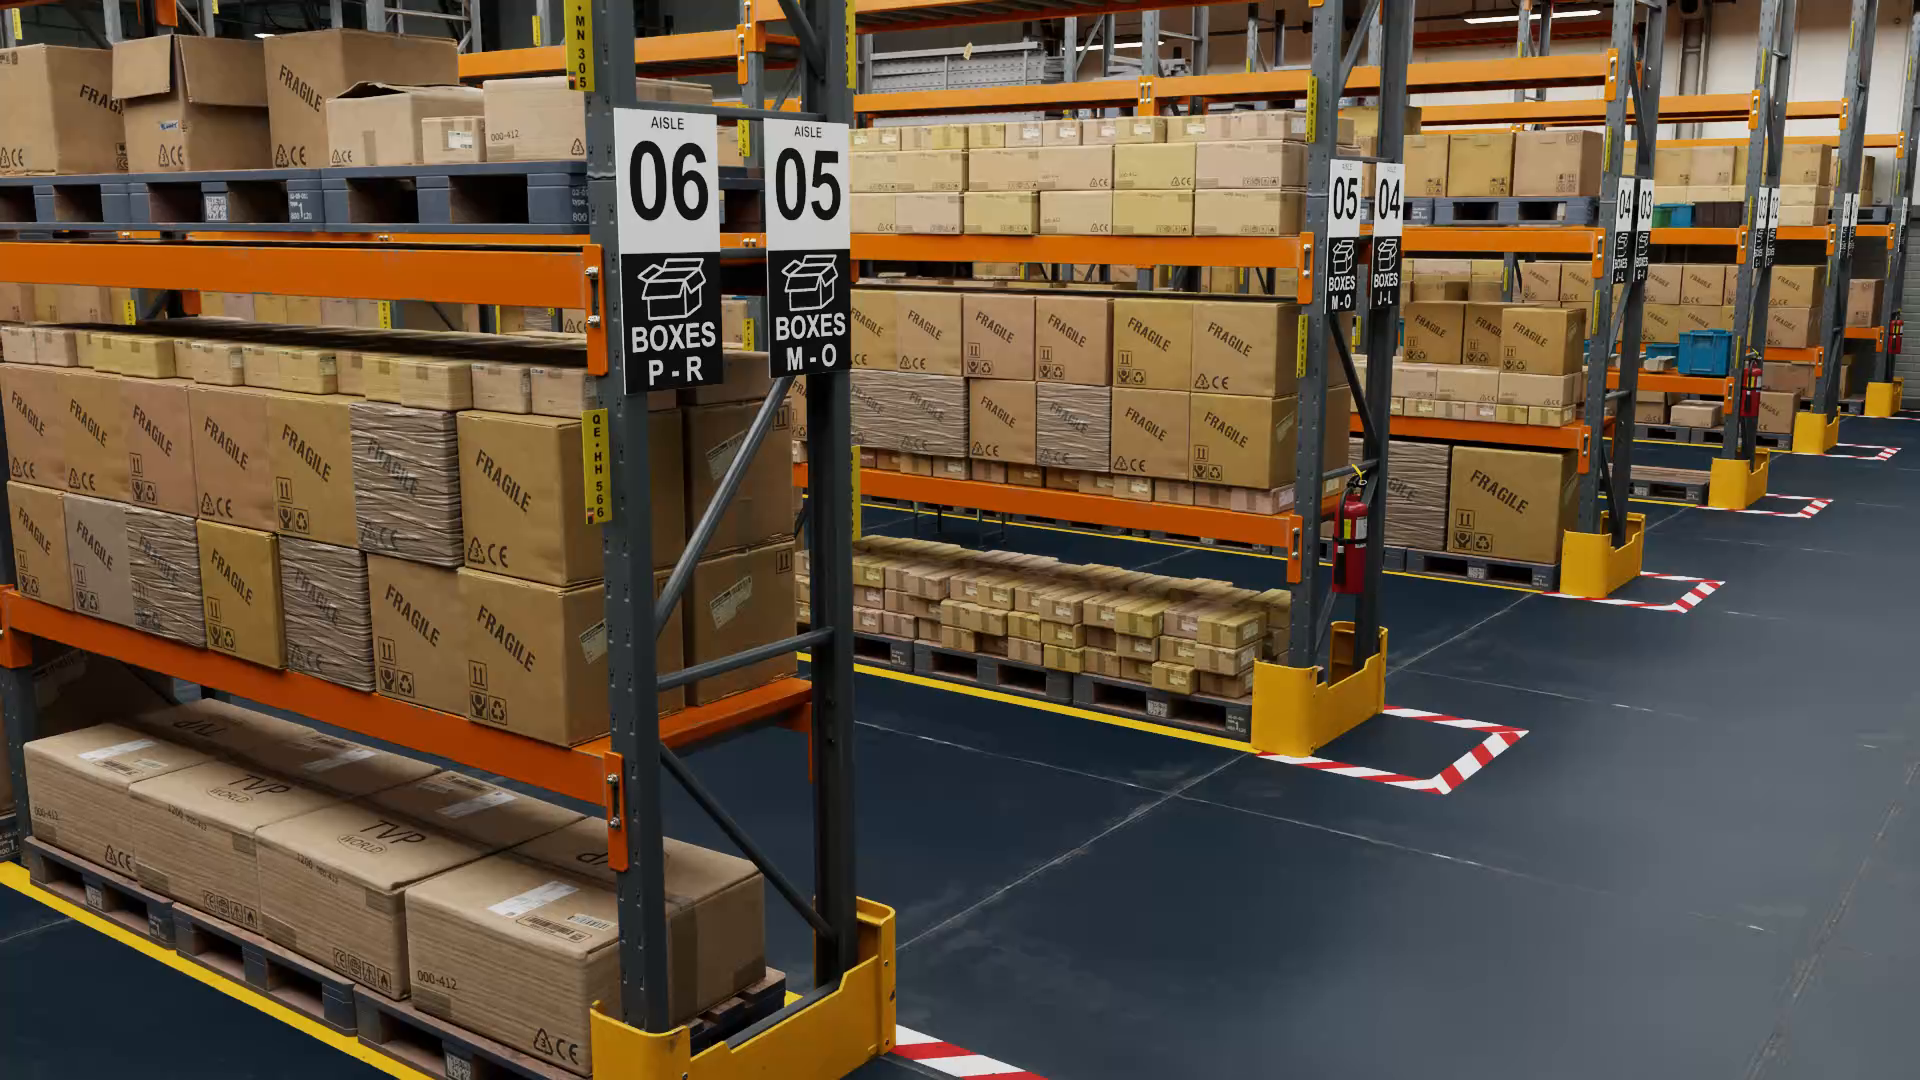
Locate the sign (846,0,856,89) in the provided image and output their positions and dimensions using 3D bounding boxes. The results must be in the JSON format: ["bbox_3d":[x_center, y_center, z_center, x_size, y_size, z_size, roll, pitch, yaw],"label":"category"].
[{"bbox_3d":[-0.372,-1.632,5.383,0.005,0.325,0.100,8,13,36],"label":"sign"}]

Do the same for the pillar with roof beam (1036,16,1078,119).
[{"bbox_3d":[-0.412,-7.538,30.524,0.548,9.000,9.100,8,13,36],"label":"pillar with roof beam"}]

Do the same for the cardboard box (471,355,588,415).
[{"bbox_3d":[-1.332,-0.500,5.336,0.250,0.149,0.380,8,14,37],"label":"cardboard box"}]

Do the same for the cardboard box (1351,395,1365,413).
[{"bbox_3d":[3.446,-1.163,14.024,0.250,0.149,0.380,8,14,37],"label":"cardboard box"}]

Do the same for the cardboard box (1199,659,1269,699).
[{"bbox_3d":[1.595,0.790,9.671,0.250,0.149,0.380,8,14,36],"label":"cardboard box"}]

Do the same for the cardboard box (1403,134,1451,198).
[{"bbox_3d":[3.882,-3.084,13.766,0.500,0.500,0.700,7,13,32],"label":"cardboard box"}]

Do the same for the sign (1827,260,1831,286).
[{"bbox_3d":[10.682,-3.282,20.435,0.005,0.325,0.100,8,13,36],"label":"sign"}]

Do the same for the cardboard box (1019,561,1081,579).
[{"bbox_3d":[0.590,0.255,10.866,0.250,0.149,0.380,8,14,36],"label":"cardboard box"}]

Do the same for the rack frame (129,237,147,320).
[{"bbox_3d":[-7.529,-1.726,16.273,0.127,3.000,1.000,8,13,36],"label":"rack frame"}]

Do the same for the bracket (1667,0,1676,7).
[{"bbox_3d":[11.263,-8.608,26.575,0.430,0.232,0.235,8,13,36],"label":"bracket"}]

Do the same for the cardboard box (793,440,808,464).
[{"bbox_3d":[-1.047,-0.621,11.224,0.250,0.149,0.380,9,14,38],"label":"cardboard box"}]

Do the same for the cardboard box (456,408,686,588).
[{"bbox_3d":[-1.235,-0.165,5.311,0.500,0.500,0.500,9,14,37],"label":"cardboard box"}]

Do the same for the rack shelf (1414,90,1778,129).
[{"bbox_3d":[6.480,-4.503,17.784,4.000,0.370,1.077,8,13,36],"label":"rack shelf"}]

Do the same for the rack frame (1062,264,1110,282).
[{"bbox_3d":[1.644,-2.782,21.734,0.127,3.000,1.000,8,13,36],"label":"rack frame"}]

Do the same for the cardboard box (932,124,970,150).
[{"bbox_3d":[0.041,-2.442,10.105,0.250,0.149,0.380,9,14,38],"label":"cardboard box"}]

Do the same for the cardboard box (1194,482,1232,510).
[{"bbox_3d":[1.534,-0.280,9.463,0.250,0.149,0.380,8,13,35],"label":"cardboard box"}]

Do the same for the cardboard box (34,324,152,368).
[{"bbox_3d":[-3.613,-0.814,6.957,0.250,0.149,0.380,8,14,36],"label":"cardboard box"}]

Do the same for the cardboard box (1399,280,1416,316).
[{"bbox_3d":[6.342,-3.535,24.255,0.500,0.500,0.700,4,12,21],"label":"cardboard box"}]

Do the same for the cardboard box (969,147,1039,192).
[{"bbox_3d":[0.397,-2.208,9.946,0.500,0.250,0.500,7,13,33],"label":"cardboard box"}]

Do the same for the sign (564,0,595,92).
[{"bbox_3d":[-1.038,-1.394,4.540,0.005,0.325,0.100,8,13,36],"label":"sign"}]

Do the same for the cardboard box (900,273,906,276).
[{"bbox_3d":[-0.848,-4.614,29.232,0.250,0.149,0.380,7,13,34],"label":"cardboard box"}]

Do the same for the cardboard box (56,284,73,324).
[{"bbox_3d":[-8.672,-2.502,17.048,0.550,0.550,0.875,8,13,36],"label":"cardboard box"}]

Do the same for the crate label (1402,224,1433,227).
[{"bbox_3d":[5.091,-3.576,18.636,0.466,0.136,0.293,8,13,36],"label":"crate label"}]

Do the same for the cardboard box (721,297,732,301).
[{"bbox_3d":[-3.060,-2.550,19.155,0.637,0.503,0.797,10,15,41],"label":"cardboard box"}]

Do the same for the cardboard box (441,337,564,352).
[{"bbox_3d":[-1.689,-0.662,6.170,0.250,0.149,0.380,8,14,36],"label":"cardboard box"}]

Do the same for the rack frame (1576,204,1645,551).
[{"bbox_3d":[5.160,-1.125,13.165,0.127,3.000,1.000,8,13,36],"label":"rack frame"}]

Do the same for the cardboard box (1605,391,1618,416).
[{"bbox_3d":[9.034,-1.881,22.998,0.500,0.311,0.500,8,13,36],"label":"cardboard box"}]

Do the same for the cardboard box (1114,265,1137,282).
[{"bbox_3d":[3.314,-5.114,32.155,0.500,0.500,0.500,8,13,35],"label":"cardboard box"}]

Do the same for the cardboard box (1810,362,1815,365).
[{"bbox_3d":[13.121,-2.747,25.319,0.250,0.149,0.380,8,13,35],"label":"cardboard box"}]

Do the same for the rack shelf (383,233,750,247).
[{"bbox_3d":[-2.693,-2.171,12.569,4.000,0.370,1.077,8,13,36],"label":"rack shelf"}]

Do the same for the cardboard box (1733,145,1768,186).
[{"bbox_3d":[10.250,-4.778,21.256,0.500,0.500,0.700,8,13,36],"label":"cardboard box"}]

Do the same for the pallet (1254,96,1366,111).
[{"bbox_3d":[4.183,-5.077,19.352,1.213,0.211,1.003,8,13,36],"label":"pallet"}]

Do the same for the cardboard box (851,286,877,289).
[{"bbox_3d":[-0.862,-1.424,11.036,0.500,0.500,0.500,8,14,37],"label":"cardboard box"}]

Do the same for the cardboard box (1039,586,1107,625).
[{"bbox_3d":[0.693,0.397,10.135,0.250,0.149,0.380,9,14,38],"label":"cardboard box"}]

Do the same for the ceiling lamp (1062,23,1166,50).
[{"bbox_3d":[2.514,-10.145,28.632,2.000,3.185,0.800,8,13,36],"label":"ceiling lamp"}]

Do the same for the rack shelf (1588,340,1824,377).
[{"bbox_3d":[9.415,-2.512,22.233,4.000,0.370,1.077,8,13,36],"label":"rack shelf"}]

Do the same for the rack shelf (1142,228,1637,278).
[{"bbox_3d":[3.548,-2.469,14.111,4.000,0.370,1.077,8,13,36],"label":"rack shelf"}]

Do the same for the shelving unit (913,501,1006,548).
[{"bbox_3d":[-0.005,-0.737,15.111,0.755,1.500,0.431,8,13,36],"label":"shelving unit"}]

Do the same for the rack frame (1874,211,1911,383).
[{"bbox_3d":[13.956,-3.399,24.925,0.127,3.000,1.000,8,13,36],"label":"rack frame"}]

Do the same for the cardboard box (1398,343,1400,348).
[{"bbox_3d":[8.023,-3.347,29.207,0.750,0.750,0.750,8,13,35],"label":"cardboard box"}]

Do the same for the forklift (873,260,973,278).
[{"bbox_3d":[-0.638,-2.183,18.818,3.031,2.935,1.130,3,11,15],"label":"forklift"}]

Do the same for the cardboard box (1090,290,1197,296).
[{"bbox_3d":[1.121,-1.271,10.246,0.500,0.500,0.500,8,13,34],"label":"cardboard box"}]

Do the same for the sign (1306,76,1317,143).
[{"bbox_3d":[1.798,-2.201,8.503,0.005,0.325,0.100,8,13,36],"label":"sign"}]

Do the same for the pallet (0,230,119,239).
[{"bbox_3d":[-4.698,-1.531,7.875,1.217,0.209,0.805,7,13,33],"label":"pallet"}]

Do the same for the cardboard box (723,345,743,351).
[{"bbox_3d":[-1.560,-1.376,12.452,0.250,0.149,0.380,8,14,36],"label":"cardboard box"}]

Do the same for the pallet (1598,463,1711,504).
[{"bbox_3d":[7.450,-0.612,17.860,1.213,0.211,1.003,8,13,36],"label":"pallet"}]

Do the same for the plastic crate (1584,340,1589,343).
[{"bbox_3d":[6.784,-2.090,18.439,0.300,0.233,0.416,8,13,36],"label":"plastic crate"}]

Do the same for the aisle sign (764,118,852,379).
[{"bbox_3d":[-0.476,-0.920,5.264,0.004,0.787,0.394,8,13,36],"label":"aisle sign"}]

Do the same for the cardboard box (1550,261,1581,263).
[{"bbox_3d":[8.363,-3.613,23.133,0.500,0.500,0.500,8,14,36],"label":"cardboard box"}]

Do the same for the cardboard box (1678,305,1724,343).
[{"bbox_3d":[9.685,-2.813,21.631,0.500,0.500,0.500,8,14,36],"label":"cardboard box"}]

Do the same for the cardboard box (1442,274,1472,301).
[{"bbox_3d":[8.564,-4.294,28.448,0.500,0.500,0.500,8,13,35],"label":"cardboard box"}]

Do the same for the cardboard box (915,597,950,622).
[{"bbox_3d":[-0.080,0.413,10.836,0.250,0.149,0.380,9,14,38],"label":"cardboard box"}]

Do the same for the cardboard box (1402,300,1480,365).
[{"bbox_3d":[4.109,-1.774,14.160,0.500,0.500,0.500,7,13,34],"label":"cardboard box"}]
